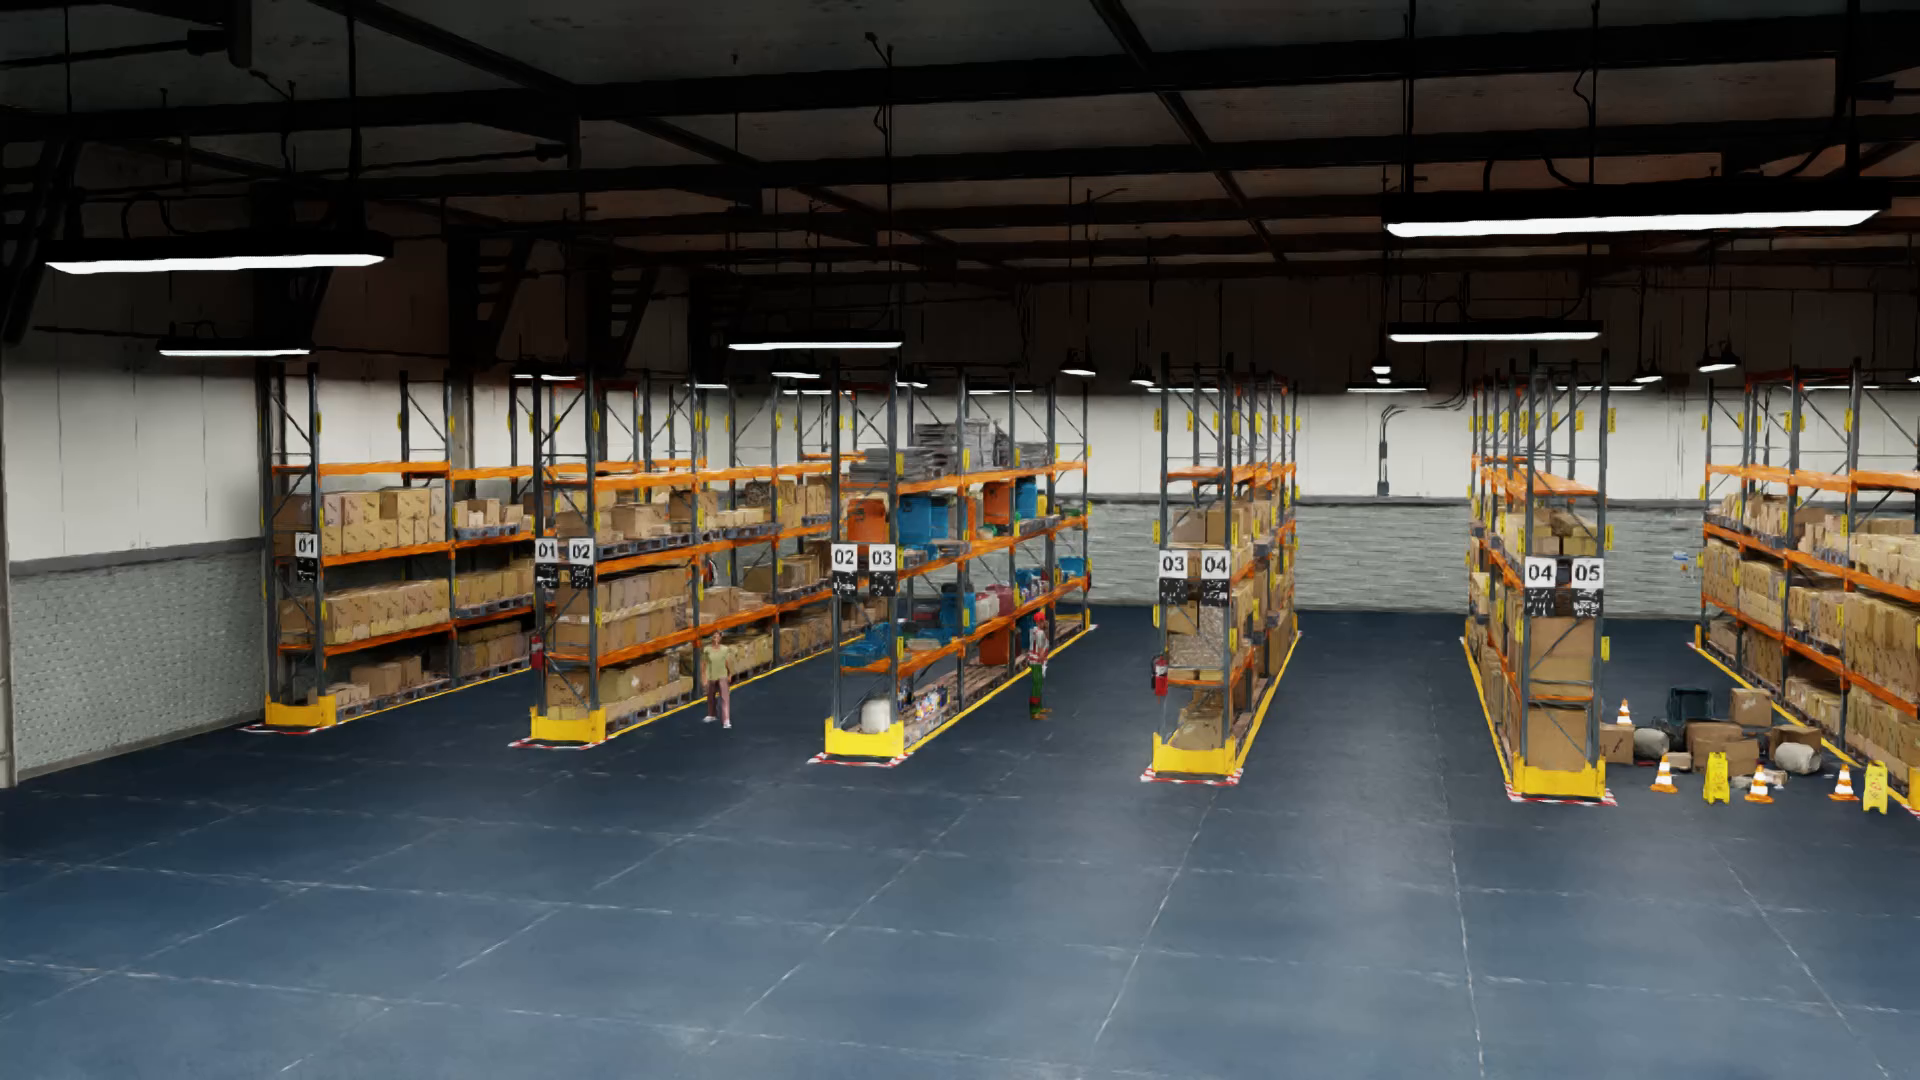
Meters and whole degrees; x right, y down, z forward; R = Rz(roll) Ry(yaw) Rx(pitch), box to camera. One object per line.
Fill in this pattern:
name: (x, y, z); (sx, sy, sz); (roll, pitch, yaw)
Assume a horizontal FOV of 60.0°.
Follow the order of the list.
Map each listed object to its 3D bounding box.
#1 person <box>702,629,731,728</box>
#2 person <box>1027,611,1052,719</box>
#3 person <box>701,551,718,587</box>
person: (-4.018, 2.267, 27.438); (0.484, 1.622, 0.951); (-1, 4, -8)
person: (1.378, 2.102, 28.234); (0.468, 1.794, 0.625); (-1, 4, -12)
person: (-6.610, 1.054, 44.117); (0.682, 1.668, 0.550); (-4, 5, -42)
